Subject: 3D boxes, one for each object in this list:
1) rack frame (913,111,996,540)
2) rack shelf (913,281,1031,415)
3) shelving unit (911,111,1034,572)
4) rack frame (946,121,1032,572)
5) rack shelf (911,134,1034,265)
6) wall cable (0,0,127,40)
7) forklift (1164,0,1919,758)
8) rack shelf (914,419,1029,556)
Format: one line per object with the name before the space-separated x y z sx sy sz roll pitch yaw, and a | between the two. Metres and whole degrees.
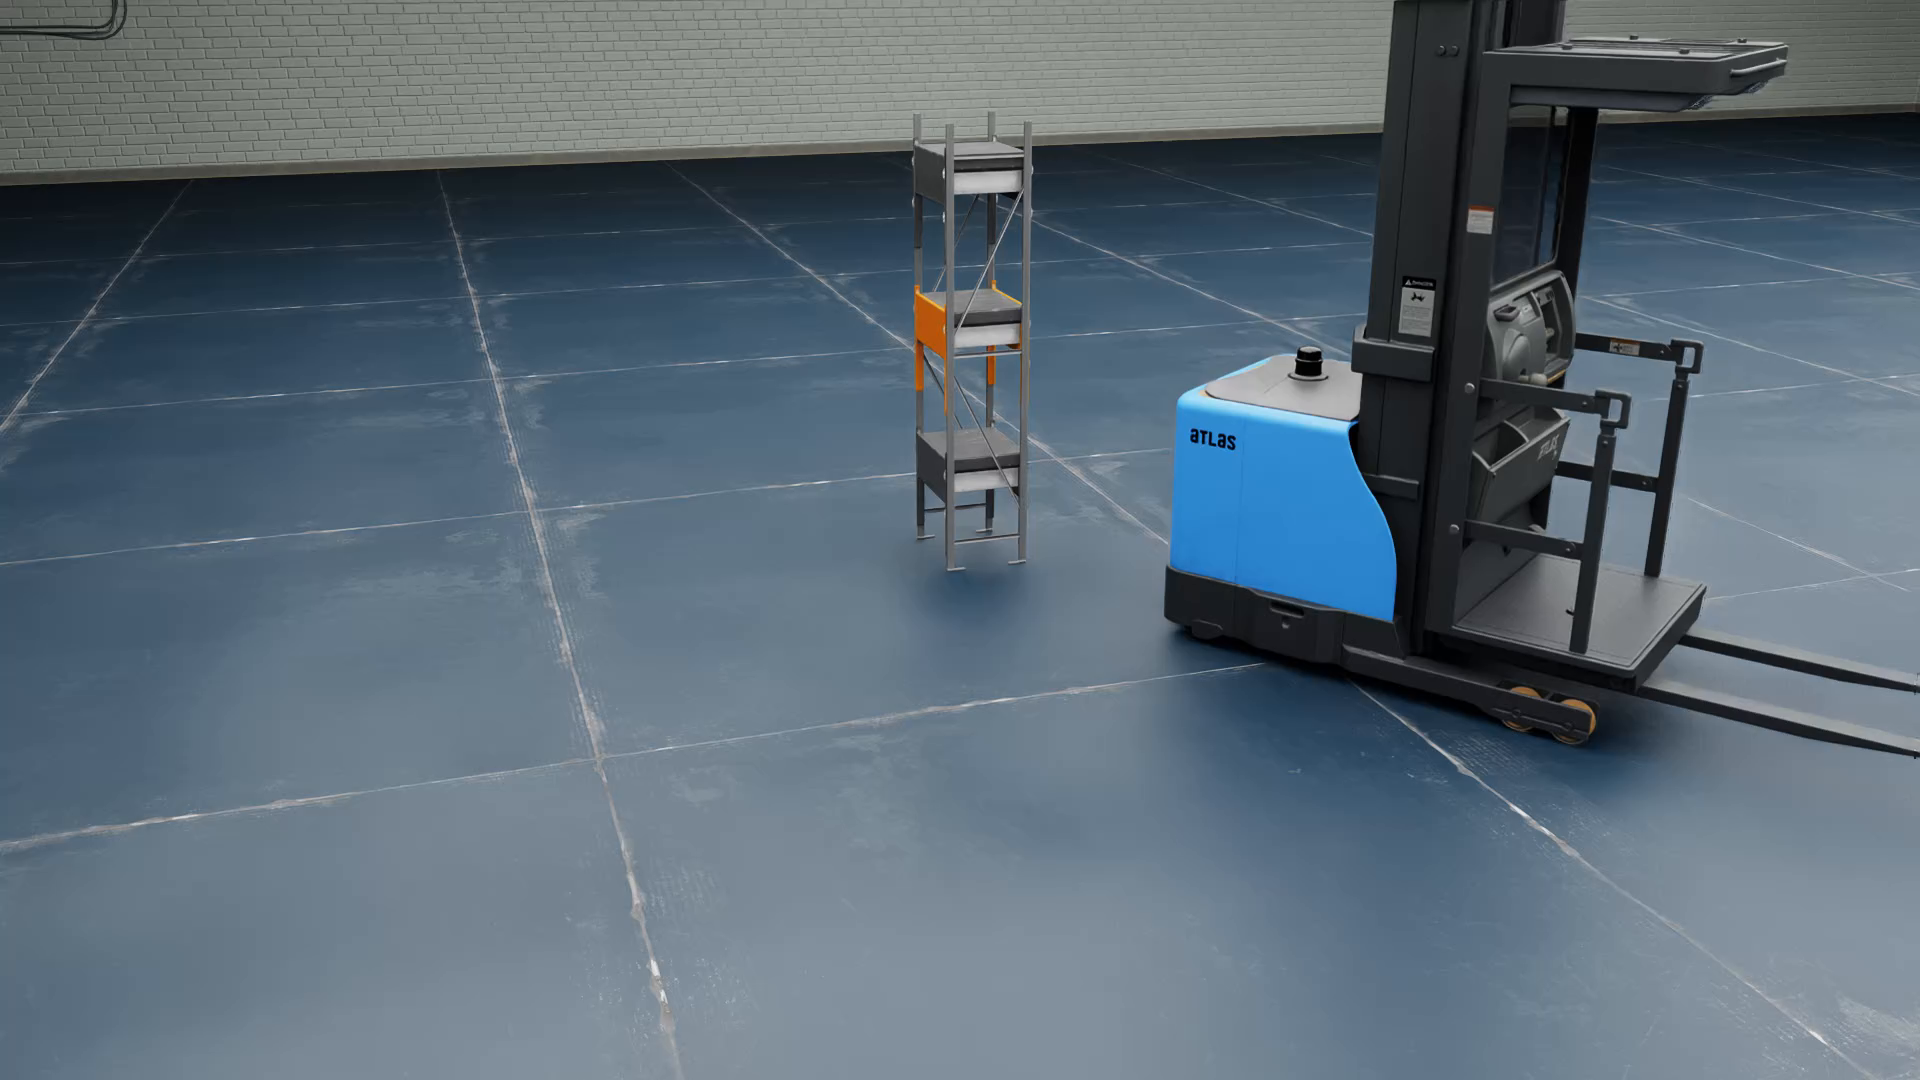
rack frame | -0.025 -1.013 8.132 0.400 2.100 0.015 -6 21 -17
rack shelf | 0.052 -0.922 7.918 0.431 0.518 0.480 -6 21 -17
shelving unit | 0.052 -0.935 7.914 0.431 2.100 0.503 -6 21 -17
rack frame | 0.129 -0.857 7.696 0.400 2.100 0.015 -6 21 -17
rack shelf | 0.052 -1.581 7.682 0.431 0.518 0.480 -6 21 -17
wall cable | -11.722 -7.193 19.724 3.097 2.526 0.112 -6 21 -17
forklift | 2.380 -0.811 6.340 3.031 2.935 1.130 14 24 34
rack shelf | 0.052 -0.263 8.155 0.431 0.518 0.480 -6 21 -17
